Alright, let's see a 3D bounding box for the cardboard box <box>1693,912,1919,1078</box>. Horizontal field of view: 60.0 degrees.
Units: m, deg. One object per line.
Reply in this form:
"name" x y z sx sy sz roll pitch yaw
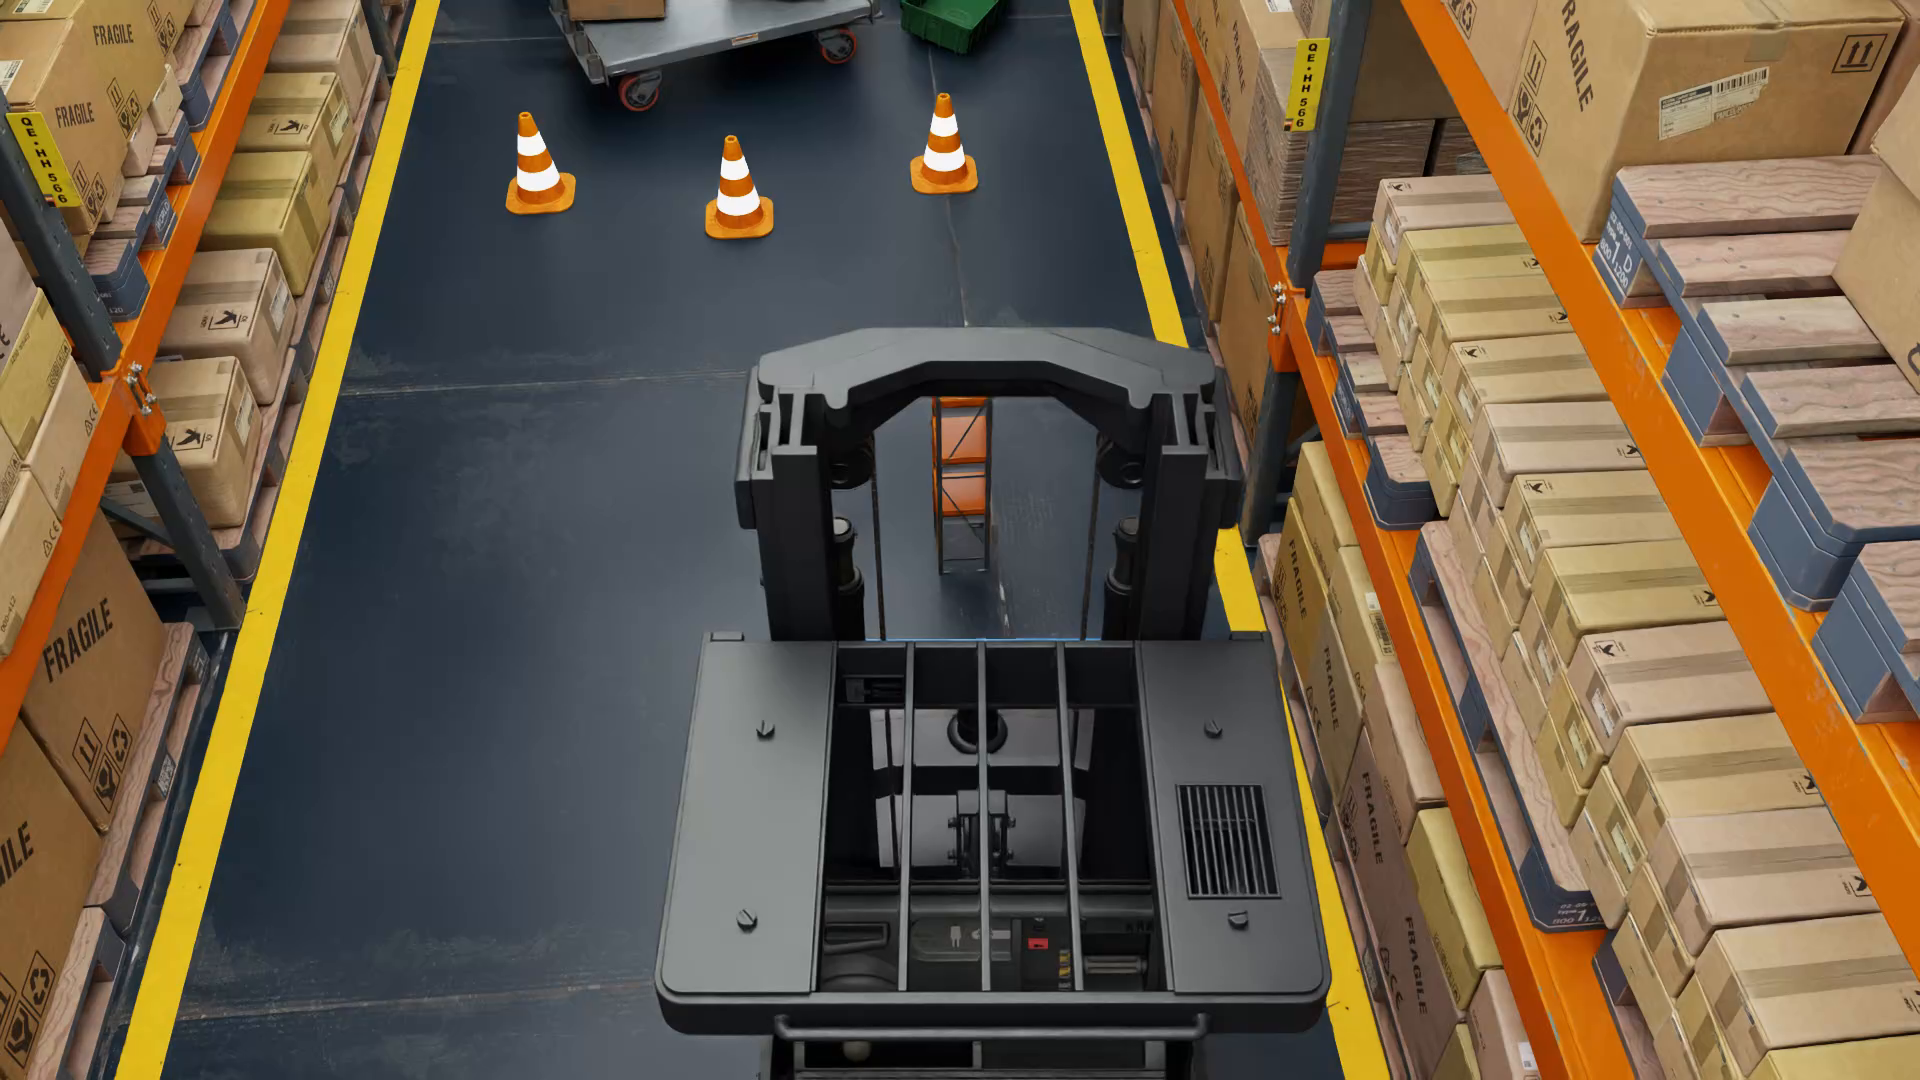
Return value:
"cardboard box" 1.709 0.902 3.304 0.380 0.149 0.250 -5 47 -5

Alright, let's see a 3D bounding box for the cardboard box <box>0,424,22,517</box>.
"cardboard box" -2.939 -0.110 4.548 0.500 0.250 0.500 -5 47 -4

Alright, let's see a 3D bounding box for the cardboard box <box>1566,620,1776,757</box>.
"cardboard box" 1.643 0.340 3.836 0.380 0.149 0.250 -5 47 -5

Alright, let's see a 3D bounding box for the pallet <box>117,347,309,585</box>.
"pallet" -3.343 -0.302 6.891 1.003 0.211 1.213 -3 47 -3

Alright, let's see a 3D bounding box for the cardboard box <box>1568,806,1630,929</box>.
"cardboard box" 1.658 0.740 3.867 0.380 0.149 0.250 -5 47 -5

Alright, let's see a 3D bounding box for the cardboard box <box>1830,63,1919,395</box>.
"cardboard box" 1.981 -0.513 2.743 0.797 0.503 0.637 -4 47 -4

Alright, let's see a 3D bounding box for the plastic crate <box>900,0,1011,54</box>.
"plastic crate" -0.010 -3.063 9.482 0.450 0.188 0.662 25 51 9

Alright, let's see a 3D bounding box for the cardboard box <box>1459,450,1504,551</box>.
"cardboard box" 1.577 -0.116 4.473 0.380 0.149 0.250 -3 47 -3

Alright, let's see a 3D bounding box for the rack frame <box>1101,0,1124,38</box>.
"rack frame" 1.310 -3.964 8.438 1.000 3.000 0.127 -3 47 -3

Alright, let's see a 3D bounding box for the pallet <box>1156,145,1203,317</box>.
"pallet" 1.555 -1.566 8.088 1.003 0.211 1.213 -3 47 -3

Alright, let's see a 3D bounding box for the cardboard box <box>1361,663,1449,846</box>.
"cardboard box" 1.532 0.627 5.006 0.500 0.250 0.500 -3 47 -3

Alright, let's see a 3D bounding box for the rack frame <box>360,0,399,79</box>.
"rack frame" -3.614 -3.590 8.084 1.000 3.000 0.127 -3 47 -3

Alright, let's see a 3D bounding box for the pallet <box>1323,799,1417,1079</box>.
"pallet" 1.808 1.335 5.340 1.003 0.211 1.213 -3 47 -3

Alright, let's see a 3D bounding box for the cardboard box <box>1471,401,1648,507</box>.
"cardboard box" 1.578 -0.227 4.373 0.380 0.149 0.250 -2 47 -1

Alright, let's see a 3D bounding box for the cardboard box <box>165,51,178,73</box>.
"cardboard box" -3.189 -1.778 6.251 0.380 0.149 0.250 -1 47 -1

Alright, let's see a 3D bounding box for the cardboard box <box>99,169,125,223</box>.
"cardboard box" -3.111 -1.207 5.711 0.380 0.149 0.250 -6 47 -6

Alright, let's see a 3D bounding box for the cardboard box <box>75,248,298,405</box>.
"cardboard box" -3.387 -0.879 7.037 0.950 0.372 0.625 -4 47 -4

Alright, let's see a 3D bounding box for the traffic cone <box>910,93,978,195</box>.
"traffic cone" -0.082 -2.029 8.353 0.336 0.463 0.334 -3 47 -3

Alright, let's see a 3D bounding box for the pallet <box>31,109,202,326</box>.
"pallet" -3.445 -1.139 5.895 1.213 0.211 1.003 -3 47 -3

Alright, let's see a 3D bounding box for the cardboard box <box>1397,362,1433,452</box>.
"cardboard box" 1.527 -0.402 4.949 0.380 0.149 0.250 -1 47 -1

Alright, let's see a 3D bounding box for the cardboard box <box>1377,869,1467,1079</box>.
"cardboard box" 1.585 1.277 4.907 0.500 0.500 0.500 -4 47 -4

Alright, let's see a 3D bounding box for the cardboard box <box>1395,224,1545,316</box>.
"cardboard box" 1.516 -0.792 4.908 0.380 0.149 0.250 -5 47 -4

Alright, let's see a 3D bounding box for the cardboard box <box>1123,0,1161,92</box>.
"cardboard box" 1.452 -2.891 8.682 1.050 0.750 0.750 -4 47 -3

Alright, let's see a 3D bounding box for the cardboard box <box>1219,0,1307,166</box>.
"cardboard box" 1.299 -1.775 6.296 0.500 0.500 0.500 -3 47 -3

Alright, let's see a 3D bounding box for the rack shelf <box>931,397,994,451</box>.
"rack shelf" 0.004 -0.510 6.134 0.215 0.259 0.240 -3 47 -3

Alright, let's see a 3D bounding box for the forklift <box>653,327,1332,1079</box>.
"forklift" 0.052 1.101 3.688 1.130 2.935 3.031 0 47 0

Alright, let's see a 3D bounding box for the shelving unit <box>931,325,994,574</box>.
"shelving unit" 0.004 -0.322 6.332 0.215 1.050 0.252 -3 47 -3

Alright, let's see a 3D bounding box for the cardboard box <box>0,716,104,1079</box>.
"cardboard box" -3.234 1.041 4.872 0.875 0.875 0.875 -3 47 -3

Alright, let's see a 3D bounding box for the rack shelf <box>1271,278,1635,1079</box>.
"rack shelf" 1.812 0.625 4.588 1.077 0.370 4.000 -3 47 -3

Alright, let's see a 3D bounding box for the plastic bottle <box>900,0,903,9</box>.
"plastic bottle" -0.217 -3.062 9.607 0.133 0.061 0.283 -27 52 -23

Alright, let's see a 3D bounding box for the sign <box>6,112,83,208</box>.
"sign" -2.727 -1.130 4.957 0.100 0.325 0.005 -3 47 -3

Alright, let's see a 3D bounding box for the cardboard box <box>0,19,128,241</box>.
"cardboard box" -3.086 -1.316 5.368 0.500 0.500 0.500 -5 47 -4

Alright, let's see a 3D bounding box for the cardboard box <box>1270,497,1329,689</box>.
"cardboard box" 1.450 0.173 5.953 0.500 0.500 0.500 -5 47 -5

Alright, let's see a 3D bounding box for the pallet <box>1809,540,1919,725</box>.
"pallet" 2.034 0.404 2.365 1.213 0.211 1.003 -3 47 -3

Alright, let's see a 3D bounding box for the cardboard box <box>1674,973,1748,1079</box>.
"cardboard box" 1.709 1.018 3.399 0.380 0.149 0.250 -2 47 -2

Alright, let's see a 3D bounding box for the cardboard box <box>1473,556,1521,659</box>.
"cardboard box" 1.594 0.167 4.409 0.380 0.149 0.250 -3 47 -3

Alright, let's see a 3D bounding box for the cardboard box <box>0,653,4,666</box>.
"cardboard box" -2.894 0.440 4.371 0.500 0.250 0.500 -4 47 -4

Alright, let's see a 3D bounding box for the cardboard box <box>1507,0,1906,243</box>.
"cardboard box" 1.523 -0.983 3.481 0.500 0.500 0.500 -3 47 -3

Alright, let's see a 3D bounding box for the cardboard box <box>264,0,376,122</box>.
"cardboard box" -3.568 -2.451 8.526 0.950 0.372 0.625 -3 47 -3

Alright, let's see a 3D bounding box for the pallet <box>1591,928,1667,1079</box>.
"pallet" 2.061 1.328 3.558 1.003 0.211 1.213 -3 47 -3

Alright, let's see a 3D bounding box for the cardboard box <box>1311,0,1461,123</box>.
"cardboard box" 1.617 -1.773 5.606 0.700 0.500 0.500 -4 47 -4

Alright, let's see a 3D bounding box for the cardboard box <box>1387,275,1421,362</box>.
"cardboard box" 1.510 -0.672 4.999 0.380 0.149 0.250 -1 47 -1

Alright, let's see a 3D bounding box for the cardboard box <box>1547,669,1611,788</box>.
"cardboard box" 1.636 0.435 3.951 0.380 0.149 0.250 -3 47 -3

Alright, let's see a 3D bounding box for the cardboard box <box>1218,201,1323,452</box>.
"cardboard box" 1.684 -0.887 6.784 1.050 0.750 0.750 -4 47 -4
